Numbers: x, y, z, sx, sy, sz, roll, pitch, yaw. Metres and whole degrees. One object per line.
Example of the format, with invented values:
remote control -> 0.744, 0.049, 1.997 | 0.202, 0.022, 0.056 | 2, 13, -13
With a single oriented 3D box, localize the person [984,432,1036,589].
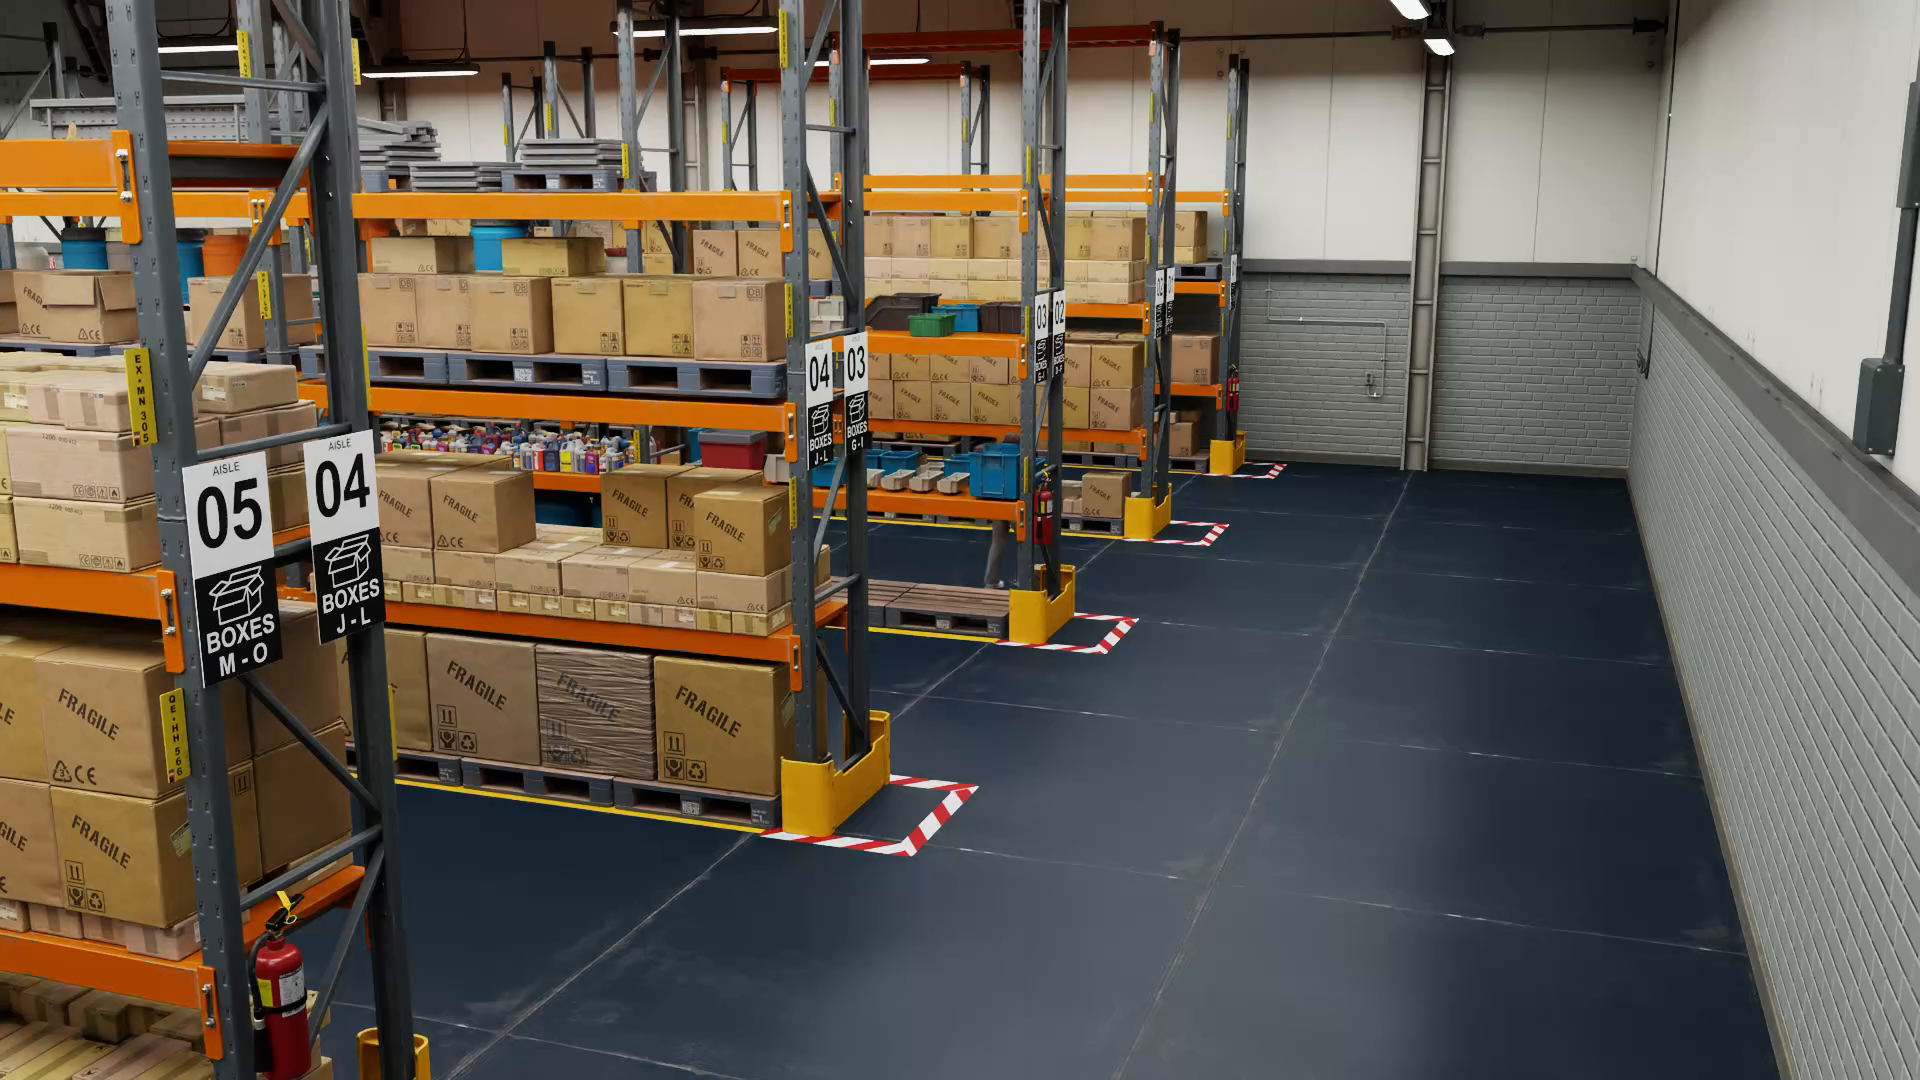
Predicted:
person -> 0.517, -0.279, 17.334 | 0.596, 1.720, 0.534 | -11, 16, -41
